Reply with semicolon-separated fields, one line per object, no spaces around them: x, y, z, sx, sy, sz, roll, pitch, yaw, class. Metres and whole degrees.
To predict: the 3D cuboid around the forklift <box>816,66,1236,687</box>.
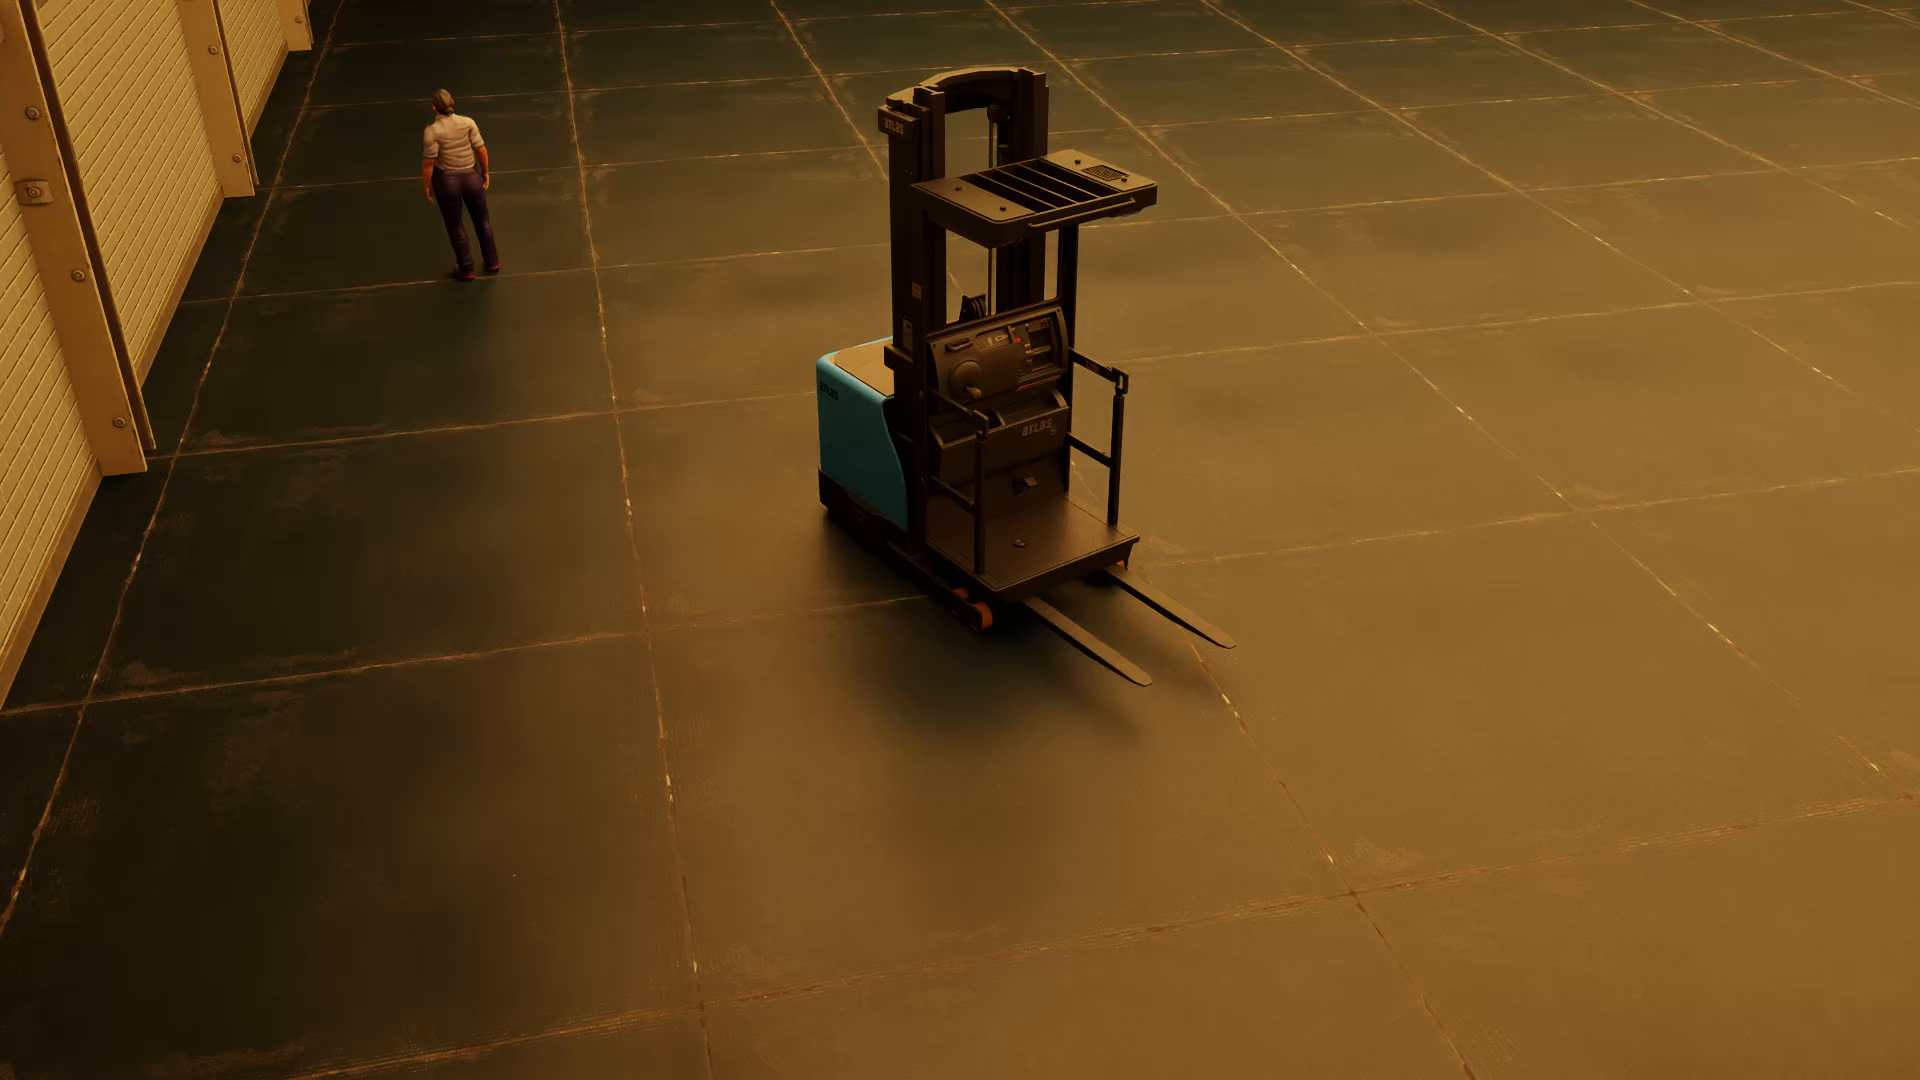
0.355;-1.021;9.338;1.130;2.935;3.031;-20;35;-30;forklift

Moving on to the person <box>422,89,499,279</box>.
-4.260;-3.026;14.080;0.598;1.640;0.503;-17;34;-27;person
